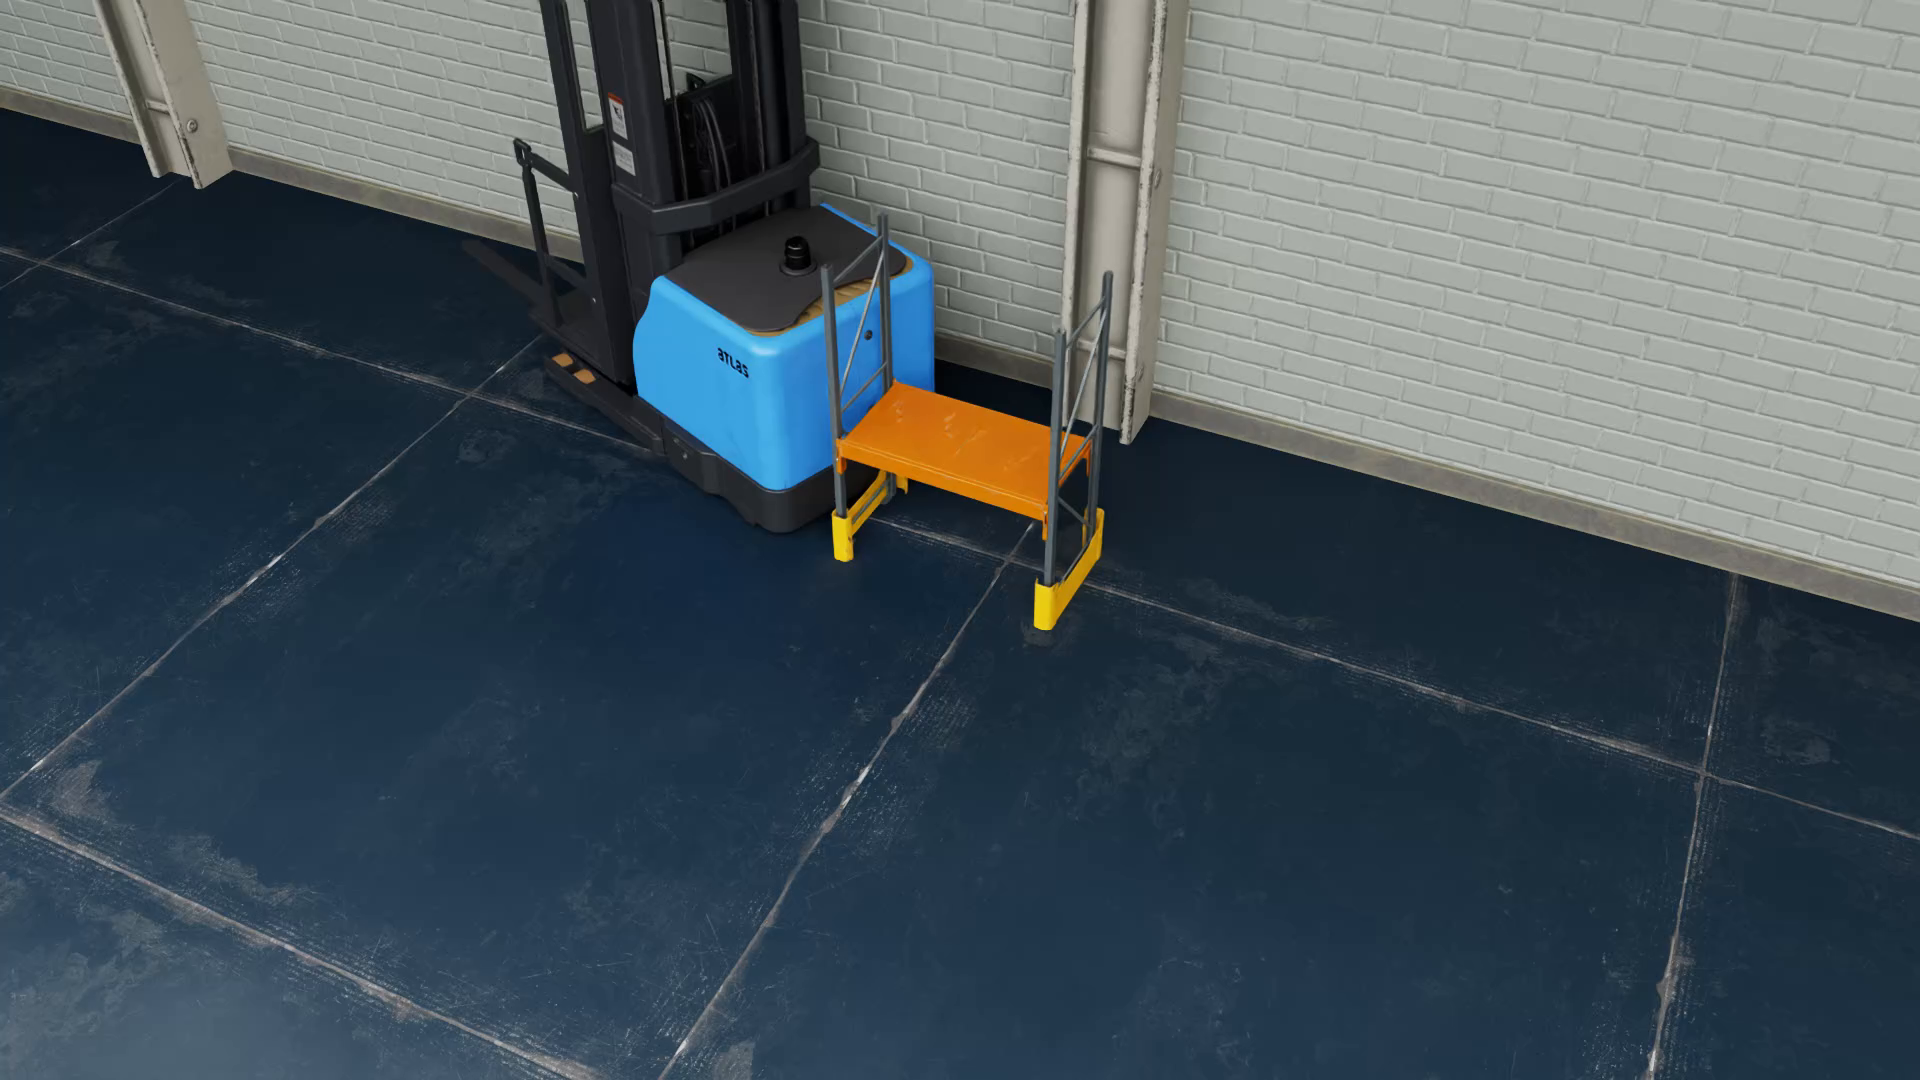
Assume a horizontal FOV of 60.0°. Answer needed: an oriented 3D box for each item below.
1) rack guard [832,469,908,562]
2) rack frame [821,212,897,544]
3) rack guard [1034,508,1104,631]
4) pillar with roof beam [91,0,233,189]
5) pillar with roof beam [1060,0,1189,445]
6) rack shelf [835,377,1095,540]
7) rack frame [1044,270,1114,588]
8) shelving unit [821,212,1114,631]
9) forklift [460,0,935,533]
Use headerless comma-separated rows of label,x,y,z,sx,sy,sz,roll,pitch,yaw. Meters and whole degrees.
rack guard,-0.408,-0.173,7.642,0.087,0.250,0.587,18,44,20
rack frame,-0.426,-0.651,7.240,0.032,1.500,0.500,18,44,20
rack guard,0.481,0.121,7.303,0.087,0.250,0.587,18,44,20
pillar with roof beam,-6.539,-3.119,4.362,0.400,9.000,9.100,17,44,19
pillar with roof beam,-1.102,-1.457,2.445,0.400,9.000,9.100,17,44,19
rack shelf,0.028,-0.365,7.184,1.000,0.185,0.538,18,44,20
rack frame,0.482,-0.351,6.894,0.032,1.500,0.500,18,44,20
shelving unit,0.036,-0.498,7.064,1.083,1.500,0.587,18,44,20
forklift,-1.480,-2.012,7.717,1.130,2.935,3.031,-32,50,-31
